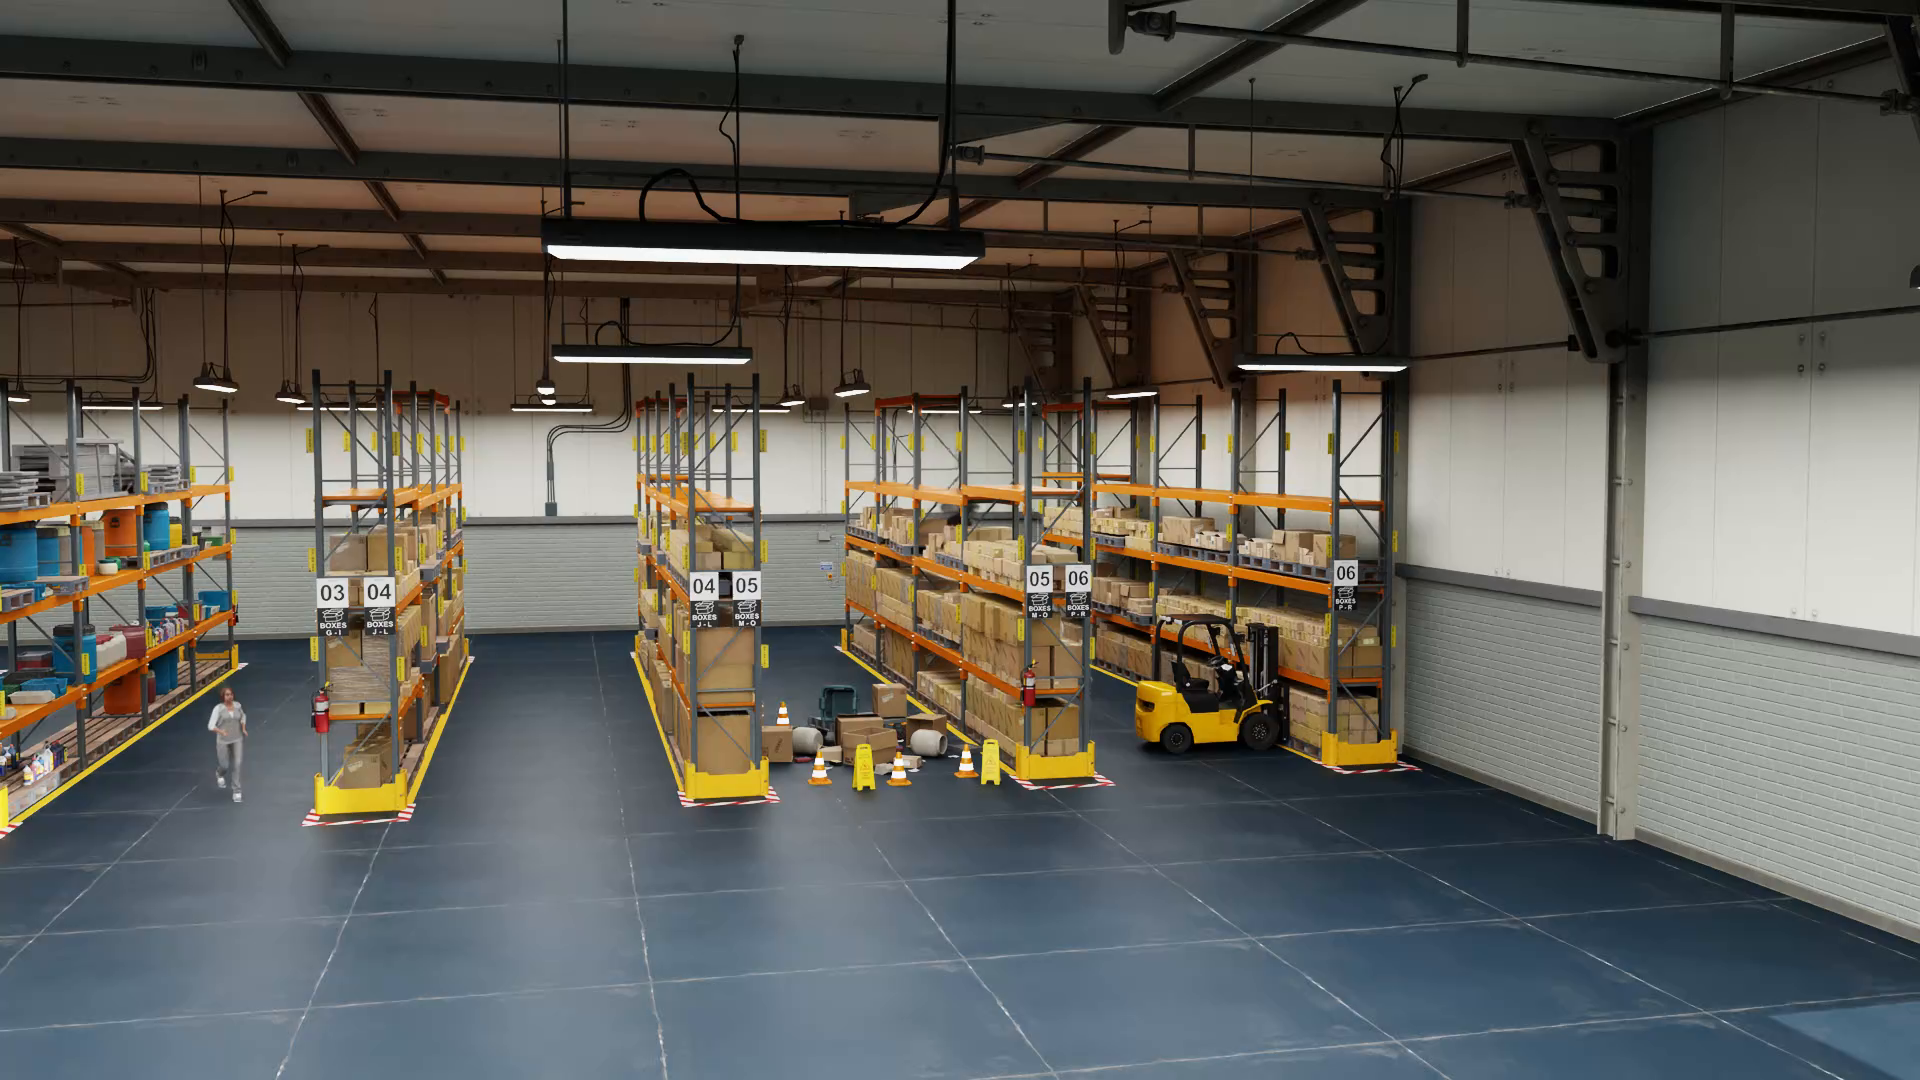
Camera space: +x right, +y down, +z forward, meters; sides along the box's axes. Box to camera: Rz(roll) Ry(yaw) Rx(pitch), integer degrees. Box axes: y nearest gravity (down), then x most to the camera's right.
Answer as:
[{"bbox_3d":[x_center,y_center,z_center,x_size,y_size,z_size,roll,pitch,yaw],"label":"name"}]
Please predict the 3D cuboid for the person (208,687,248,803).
[{"bbox_3d":[-10.283,2.853,23.391,0.546,1.594,0.855,-3,4,-38],"label":"person"}]
